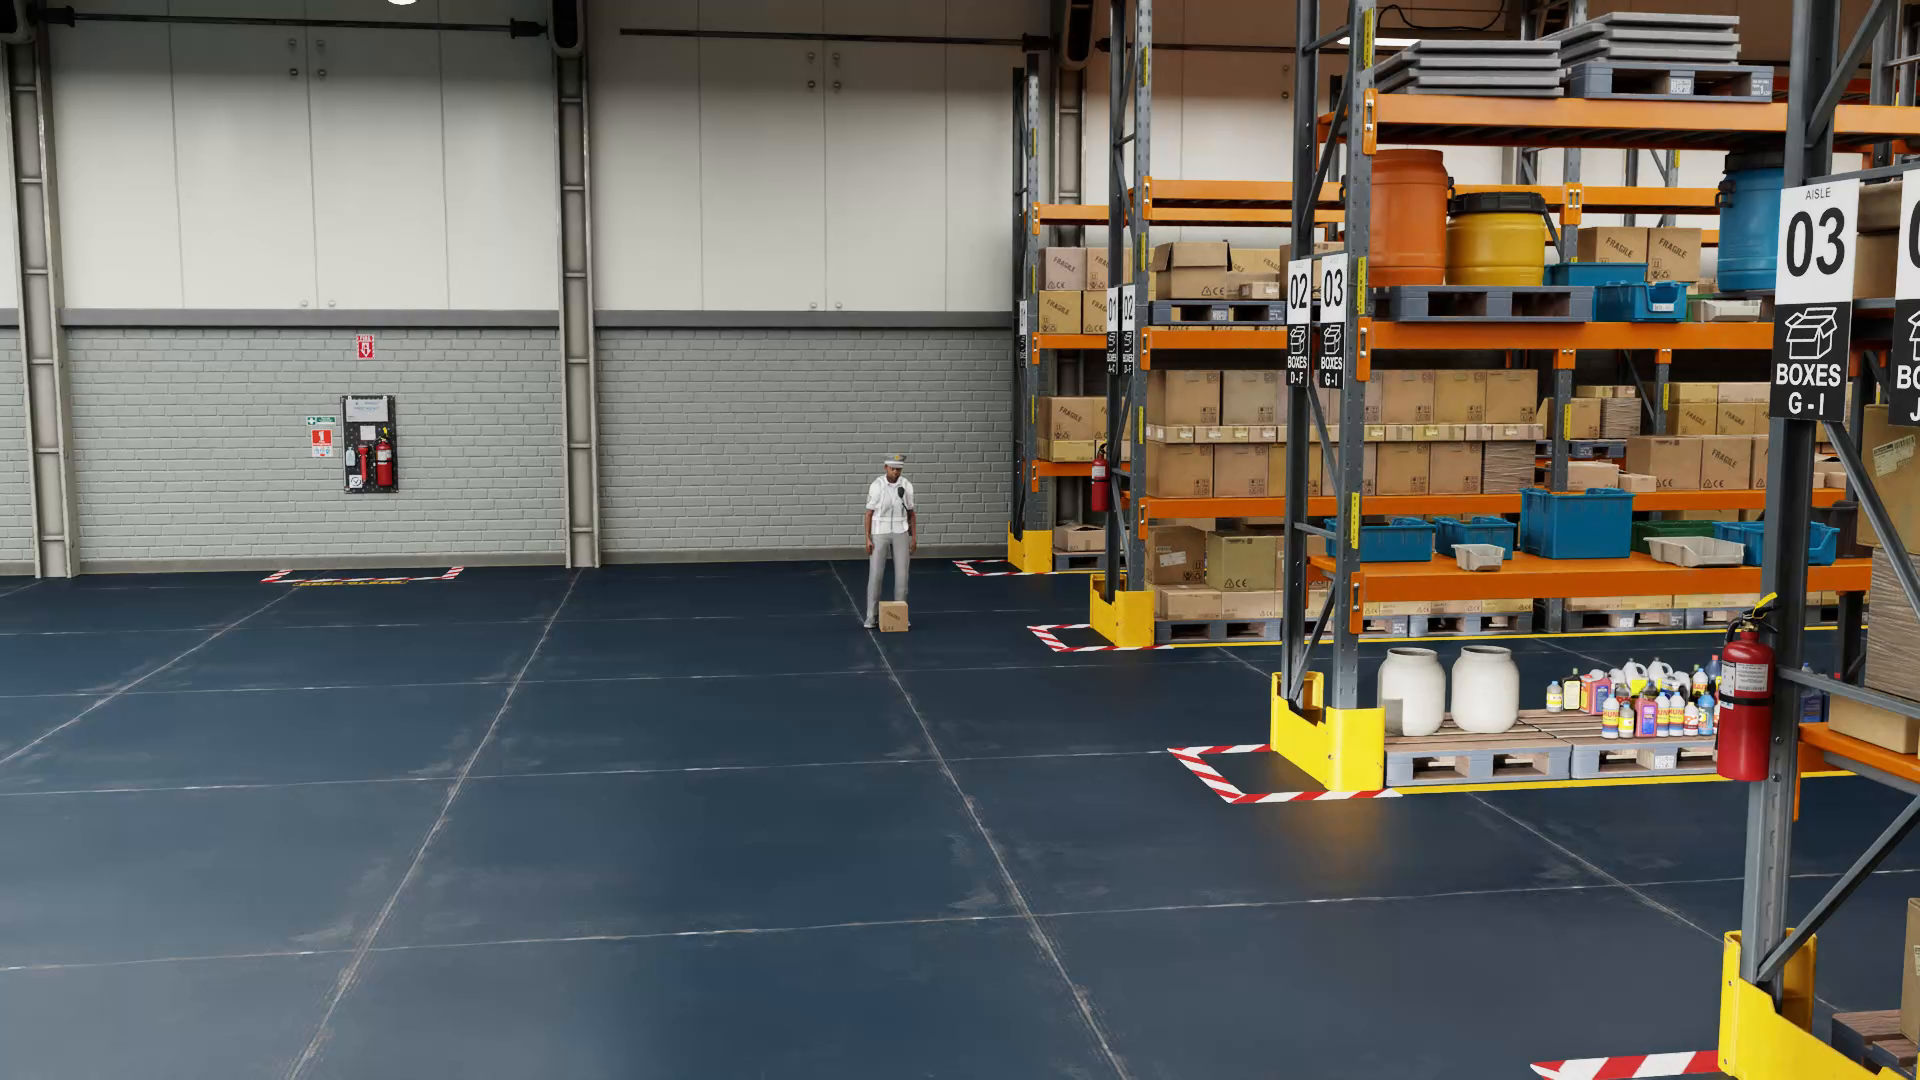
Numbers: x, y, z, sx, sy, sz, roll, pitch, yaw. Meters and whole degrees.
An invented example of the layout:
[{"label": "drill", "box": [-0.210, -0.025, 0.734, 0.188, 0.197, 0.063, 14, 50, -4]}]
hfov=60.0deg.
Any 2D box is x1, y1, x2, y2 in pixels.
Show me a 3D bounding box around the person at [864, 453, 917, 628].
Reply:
[{"label": "person", "box": [-0.673, -0.004, 15.867, 0.532, 1.662, 0.395, -1, 7, -12]}]
